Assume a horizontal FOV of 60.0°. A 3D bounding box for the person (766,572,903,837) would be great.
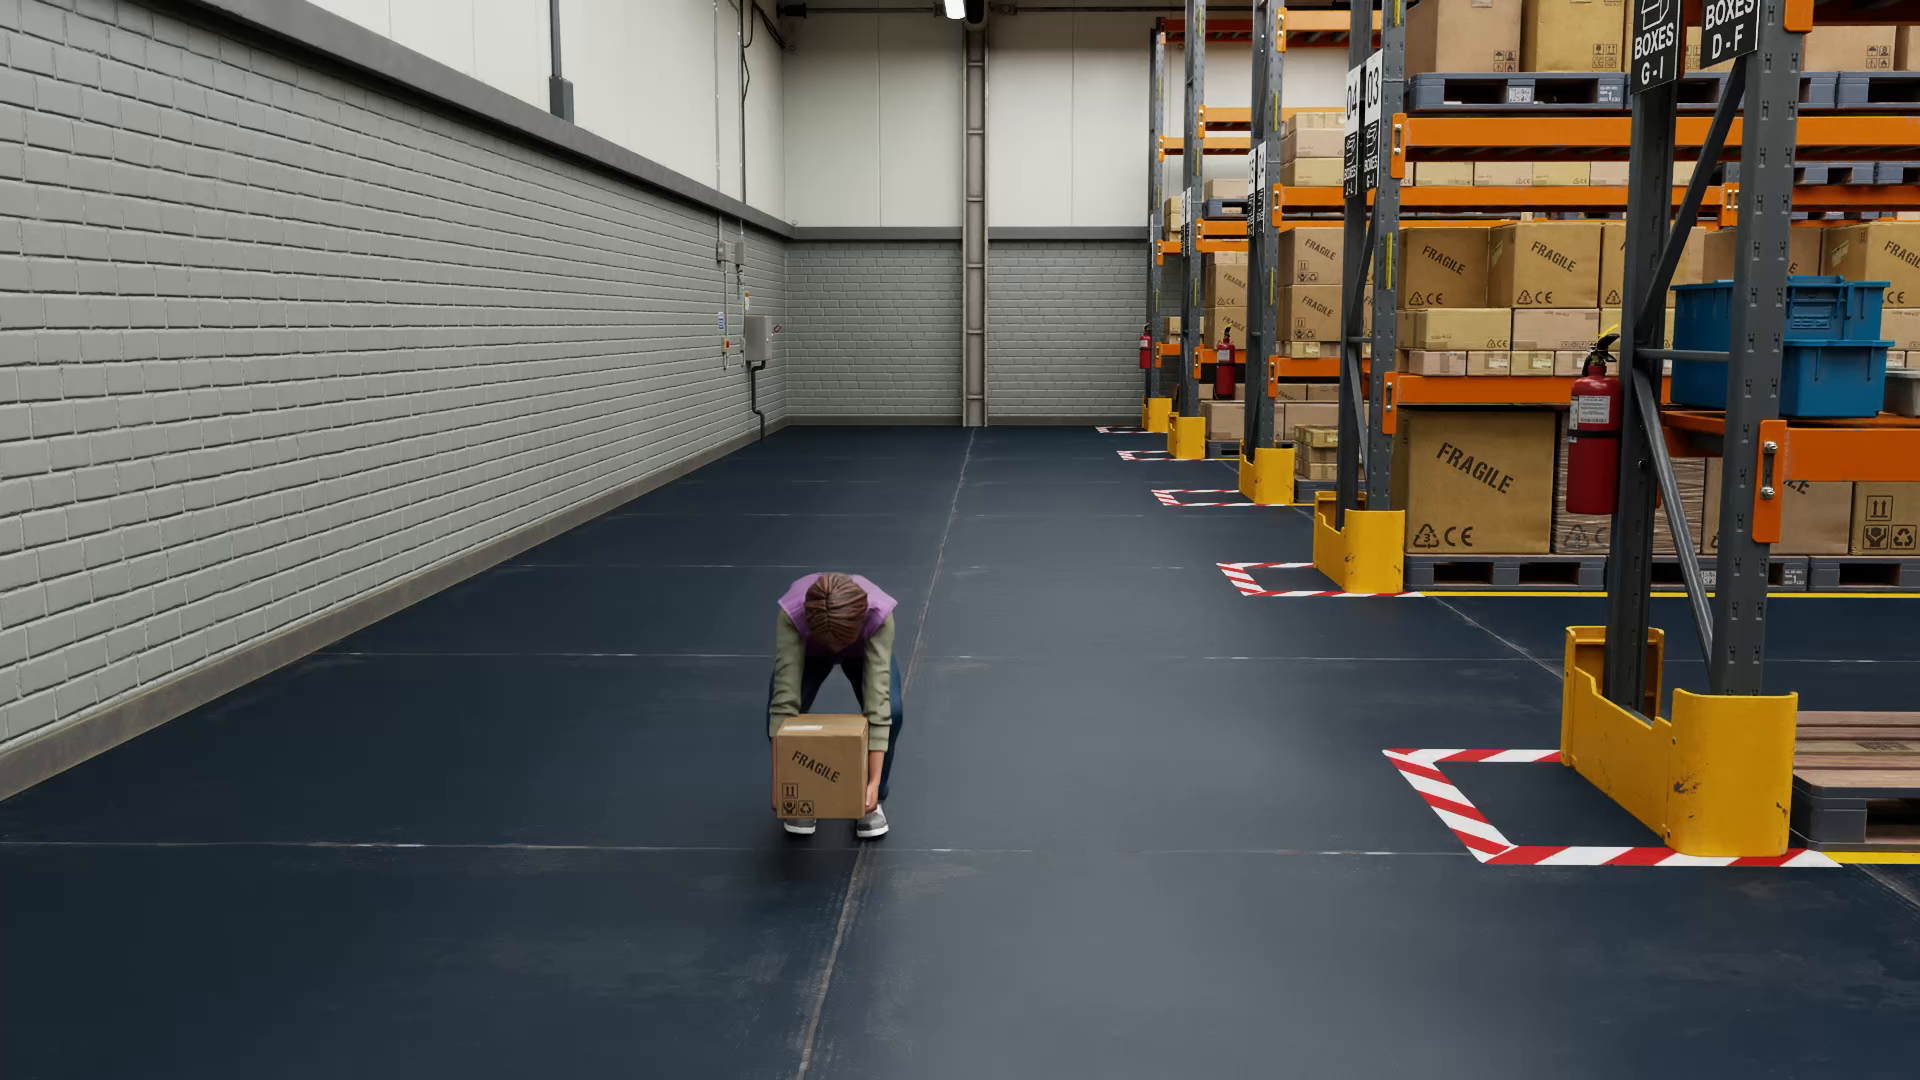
[{"bbox_3d":[-0.391,0.501,5.190,0.424,0.899,0.850,0,7,-1],"label":"person"}]
